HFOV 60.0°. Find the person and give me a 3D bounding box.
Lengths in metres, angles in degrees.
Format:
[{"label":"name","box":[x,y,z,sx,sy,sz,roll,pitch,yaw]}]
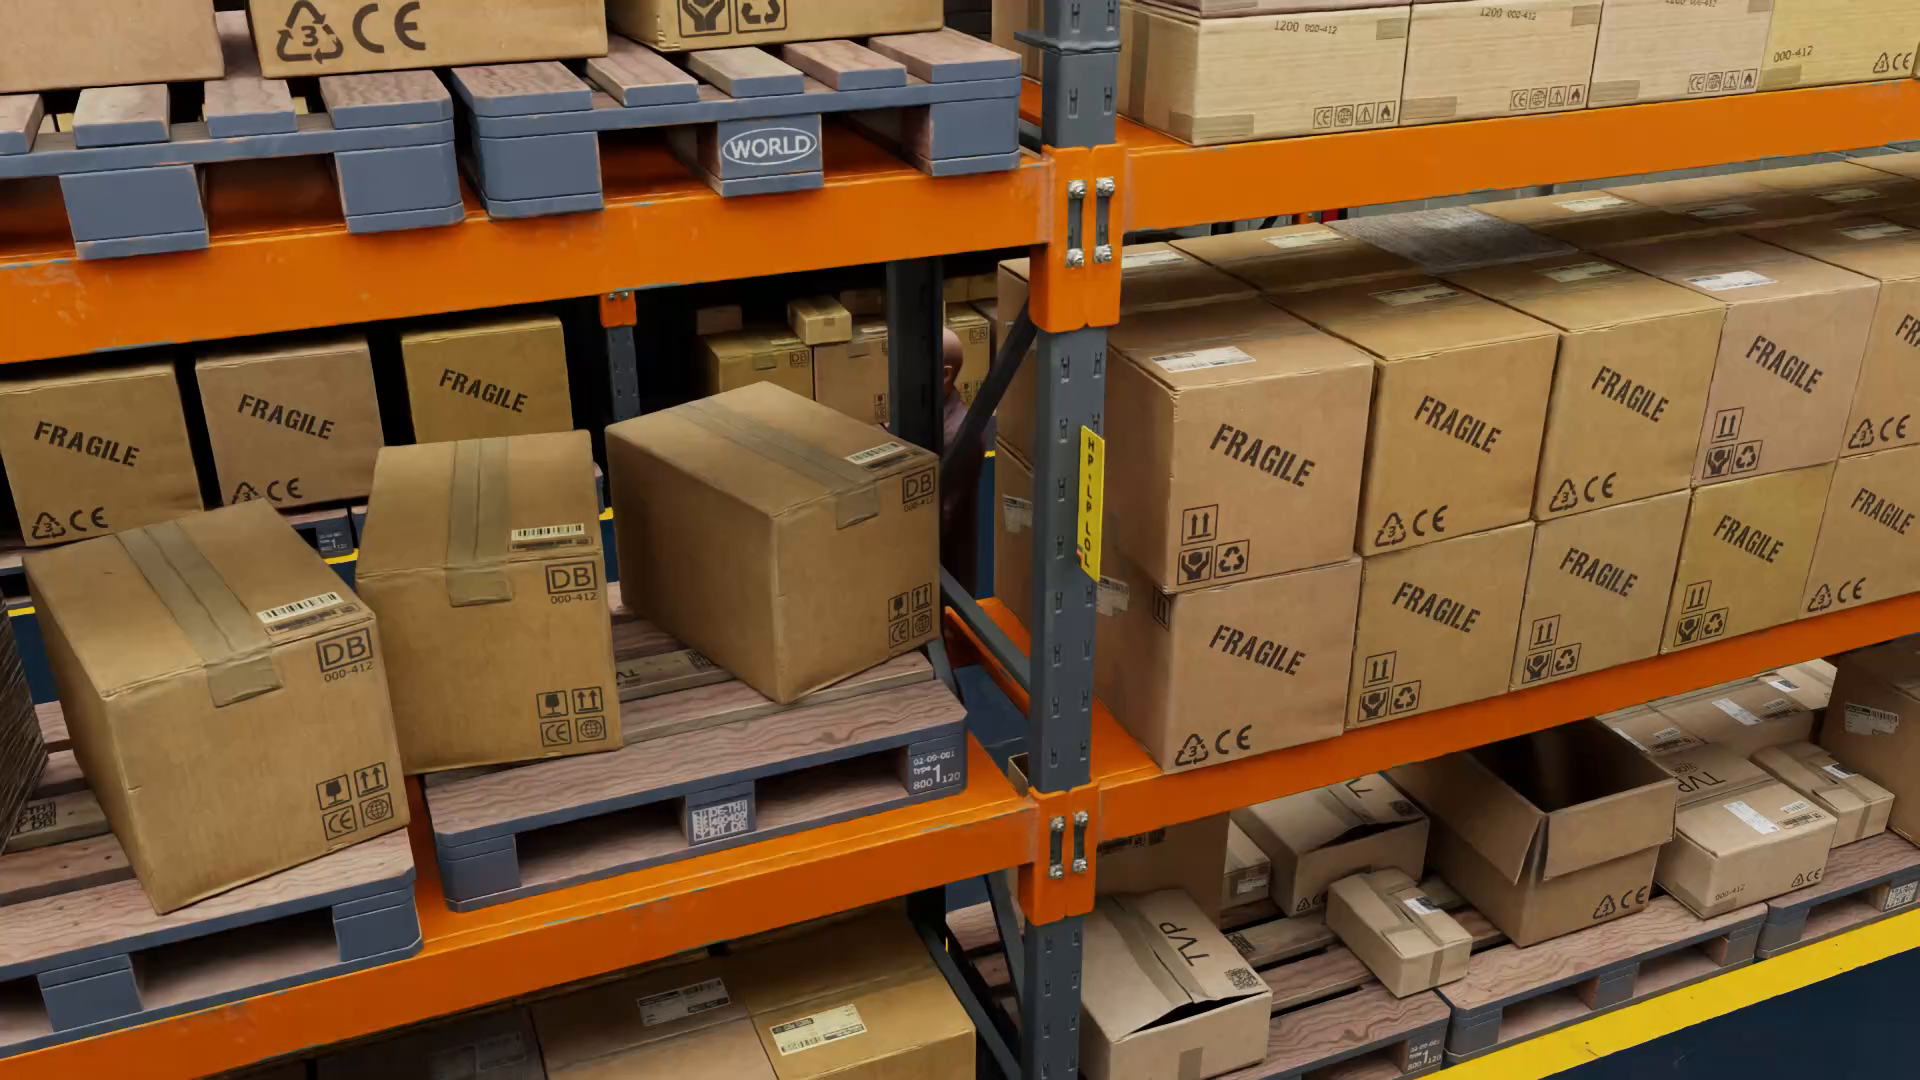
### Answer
[{"label":"person","box":[-0.203,0.113,5.884,0.517,1.781,0.559,-12,28,-24]}]
